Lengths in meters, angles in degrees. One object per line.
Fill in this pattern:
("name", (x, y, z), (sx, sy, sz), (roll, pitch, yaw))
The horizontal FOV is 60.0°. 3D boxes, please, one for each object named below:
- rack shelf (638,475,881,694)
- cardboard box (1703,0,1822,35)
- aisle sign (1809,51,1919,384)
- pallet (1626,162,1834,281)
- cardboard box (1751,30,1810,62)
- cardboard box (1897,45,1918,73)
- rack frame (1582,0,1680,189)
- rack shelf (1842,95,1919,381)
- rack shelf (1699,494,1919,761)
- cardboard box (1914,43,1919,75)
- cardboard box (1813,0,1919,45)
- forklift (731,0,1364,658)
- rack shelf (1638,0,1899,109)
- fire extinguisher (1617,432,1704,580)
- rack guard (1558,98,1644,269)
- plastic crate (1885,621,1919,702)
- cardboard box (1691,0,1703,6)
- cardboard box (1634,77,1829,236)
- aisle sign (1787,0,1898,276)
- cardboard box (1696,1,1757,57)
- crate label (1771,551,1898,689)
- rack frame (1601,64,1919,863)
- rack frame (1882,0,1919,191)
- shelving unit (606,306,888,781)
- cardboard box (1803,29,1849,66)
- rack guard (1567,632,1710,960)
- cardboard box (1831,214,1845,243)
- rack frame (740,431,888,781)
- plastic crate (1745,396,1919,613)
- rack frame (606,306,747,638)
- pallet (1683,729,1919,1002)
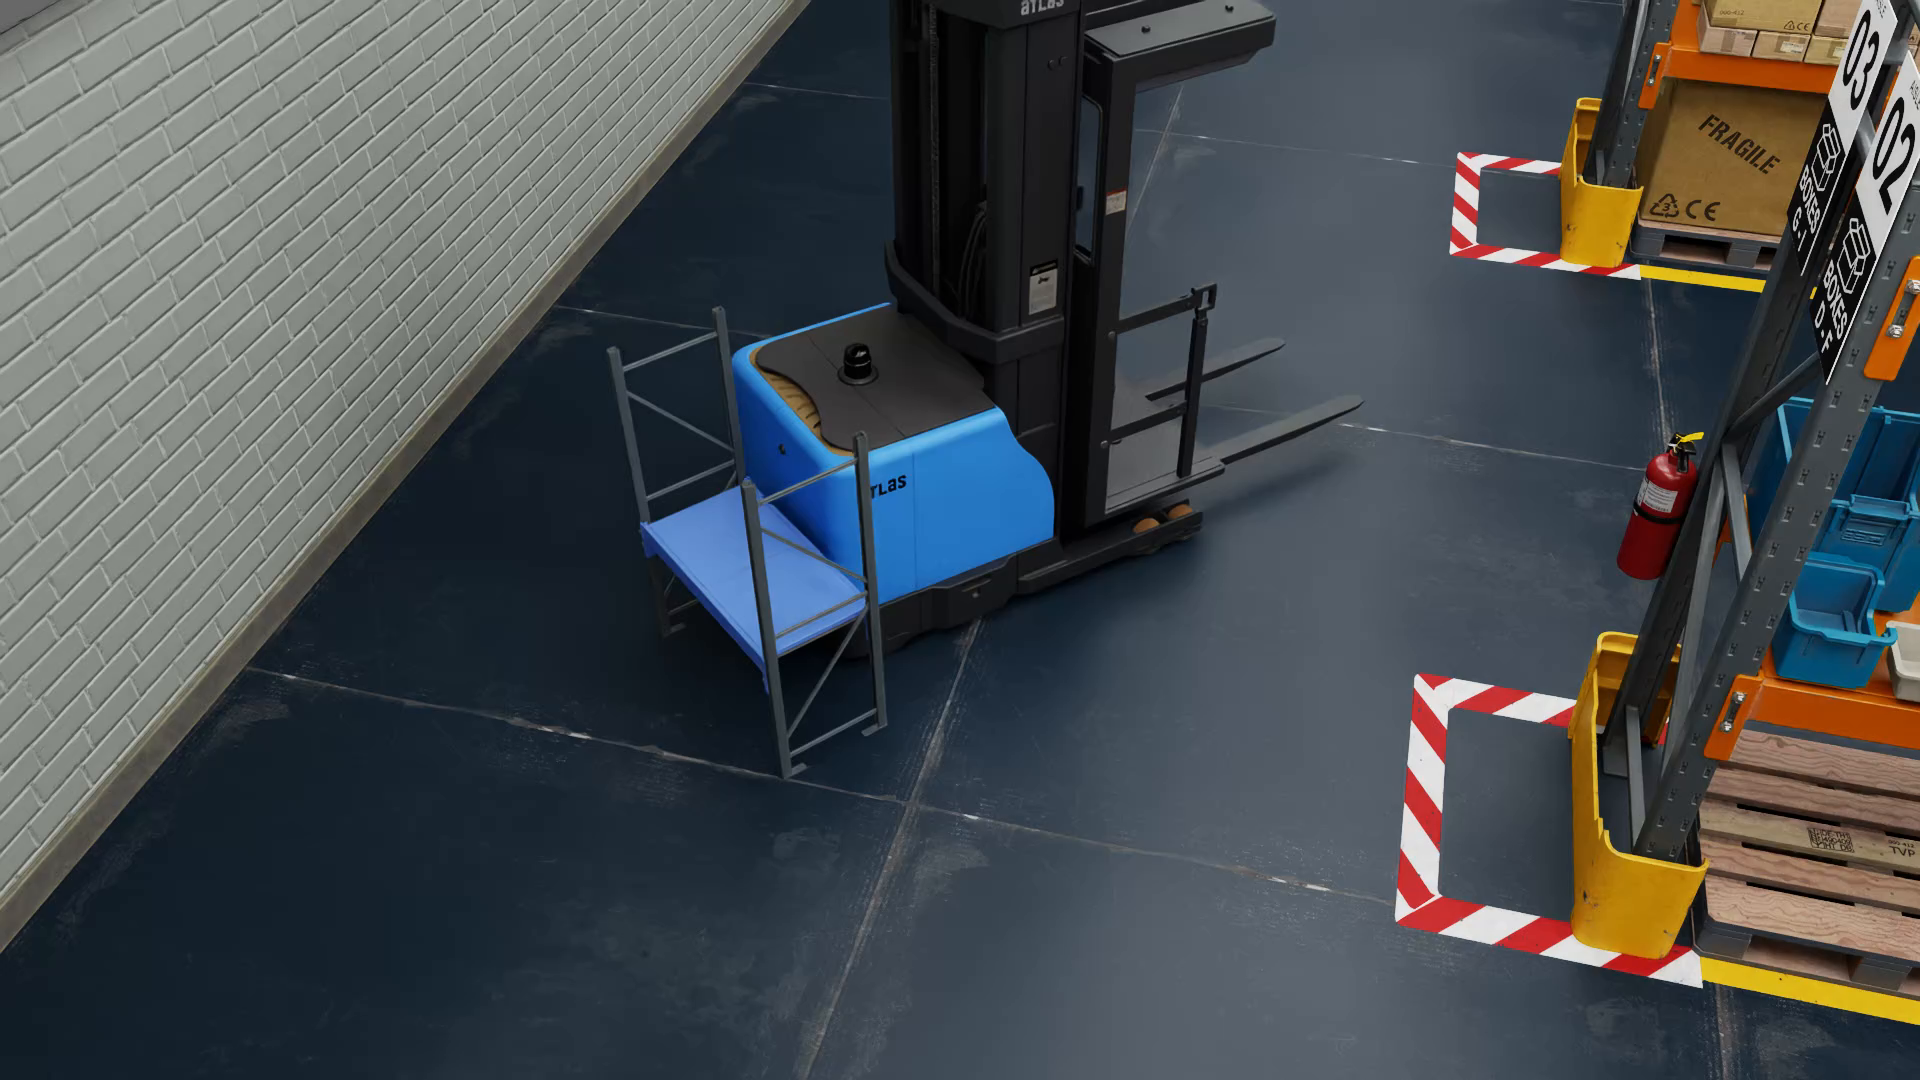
("rack shelf", (-0.818, 0.157, 6.692), (0.538, 0.185, 1.000), (-26, 46, -26))
("cardboard box", (4.237, -2.912, 8.794), (0.500, 0.250, 0.500), (9, 41, 10))
("aisle sign", (2.416, -0.848, 4.431), (0.004, 0.787, 0.394), (10, 41, 11))
("pallet", (4.635, -1.950, 9.933), (1.213, 0.211, 1.003), (10, 41, 11))
("cardboard box", (4.349, -2.701, 8.853), (0.250, 0.149, 0.380), (9, 41, 11))
("cardboard box", (4.848, -2.616, 8.752), (0.250, 0.149, 0.380), (9, 41, 11))
("rack frame", (3.843, -3.103, 9.136), (0.127, 3.000, 1.000), (10, 41, 11))
("rack shelf", (4.494, -0.566, 4.343), (4.000, 0.370, 1.077), (10, 41, 11))
("rack shelf", (4.494, 0.582, 5.308), (4.000, 0.370, 1.077), (10, 41, 11))
("cardboard box", (5.094, -2.573, 8.701), (0.250, 0.149, 0.380), (9, 41, 11))
("cardboard box", (4.741, -2.829, 8.696), (0.500, 0.250, 0.500), (9, 41, 11))
("forklift", (0.538, -1.328, 7.077), (3.031, 2.935, 1.130), (-21, 44, -23))
("rack shelf", (5.775, -2.495, 8.972), (4.000, 0.370, 1.077), (10, 41, 11))
("fire extinguisher", (2.534, -0.160, 5.983), (0.183, 0.674, 0.296), (10, 41, 11))
("rack guard", (3.820, -2.149, 9.945), (0.348, 0.500, 1.175), (10, 41, 11))
("plastic crate", (3.004, 0.403, 5.121), (0.298, 0.136, 0.250), (10, 41, 11))
("cardboard box", (4.272, -3.152, 9.390), (0.250, 0.149, 0.380), (11, 41, 12))
("cardboard box", (4.482, -2.393, 9.617), (0.875, 0.875, 0.875), (10, 41, 11))
("aisle sign", (2.569, -1.215, 4.867), (0.004, 0.787, 0.394), (10, 41, 11))
("cardboard box", (4.100, -2.742, 8.903), (0.250, 0.149, 0.380), (10, 41, 12))
("crate label", (2.716, 0.261, 5.215), (0.303, 0.233, 0.416), (10, 41, 11))
("rack frame", (2.562, -0.025, 5.473), (0.127, 3.000, 1.000), (10, 41, 11))
("rack frame", (2.562, -2.323, 3.543), (0.127, 3.000, 1.000), (10, 41, 11))
("shelving unit", (-0.821, 0.021, 6.575), (0.538, 1.500, 1.048), (-26, 46, -26))
("cardboard box", (4.596, -2.658, 8.803), (0.250, 0.149, 0.380), (9, 41, 10))
("rack guard", (2.536, 0.936, 6.272), (0.348, 0.500, 1.175), (10, 41, 11))
("cardboard box", (5.361, -2.242, 9.437), (0.875, 0.875, 0.875), (10, 41, 11))
("rack frame", (-0.525, 0.286, 6.258), (0.500, 1.500, 0.032), (-26, 46, -26))
("plastic crate", (2.934, -0.122, 5.514), (0.499, 0.435, 0.616), (10, 41, 11))
("rack frame", (-1.118, -0.245, 6.891), (0.500, 1.500, 0.032), (-26, 46, -26))
("pallet", (3.349, 1.204, 6.177), (1.213, 0.211, 1.003), (10, 41, 11))
